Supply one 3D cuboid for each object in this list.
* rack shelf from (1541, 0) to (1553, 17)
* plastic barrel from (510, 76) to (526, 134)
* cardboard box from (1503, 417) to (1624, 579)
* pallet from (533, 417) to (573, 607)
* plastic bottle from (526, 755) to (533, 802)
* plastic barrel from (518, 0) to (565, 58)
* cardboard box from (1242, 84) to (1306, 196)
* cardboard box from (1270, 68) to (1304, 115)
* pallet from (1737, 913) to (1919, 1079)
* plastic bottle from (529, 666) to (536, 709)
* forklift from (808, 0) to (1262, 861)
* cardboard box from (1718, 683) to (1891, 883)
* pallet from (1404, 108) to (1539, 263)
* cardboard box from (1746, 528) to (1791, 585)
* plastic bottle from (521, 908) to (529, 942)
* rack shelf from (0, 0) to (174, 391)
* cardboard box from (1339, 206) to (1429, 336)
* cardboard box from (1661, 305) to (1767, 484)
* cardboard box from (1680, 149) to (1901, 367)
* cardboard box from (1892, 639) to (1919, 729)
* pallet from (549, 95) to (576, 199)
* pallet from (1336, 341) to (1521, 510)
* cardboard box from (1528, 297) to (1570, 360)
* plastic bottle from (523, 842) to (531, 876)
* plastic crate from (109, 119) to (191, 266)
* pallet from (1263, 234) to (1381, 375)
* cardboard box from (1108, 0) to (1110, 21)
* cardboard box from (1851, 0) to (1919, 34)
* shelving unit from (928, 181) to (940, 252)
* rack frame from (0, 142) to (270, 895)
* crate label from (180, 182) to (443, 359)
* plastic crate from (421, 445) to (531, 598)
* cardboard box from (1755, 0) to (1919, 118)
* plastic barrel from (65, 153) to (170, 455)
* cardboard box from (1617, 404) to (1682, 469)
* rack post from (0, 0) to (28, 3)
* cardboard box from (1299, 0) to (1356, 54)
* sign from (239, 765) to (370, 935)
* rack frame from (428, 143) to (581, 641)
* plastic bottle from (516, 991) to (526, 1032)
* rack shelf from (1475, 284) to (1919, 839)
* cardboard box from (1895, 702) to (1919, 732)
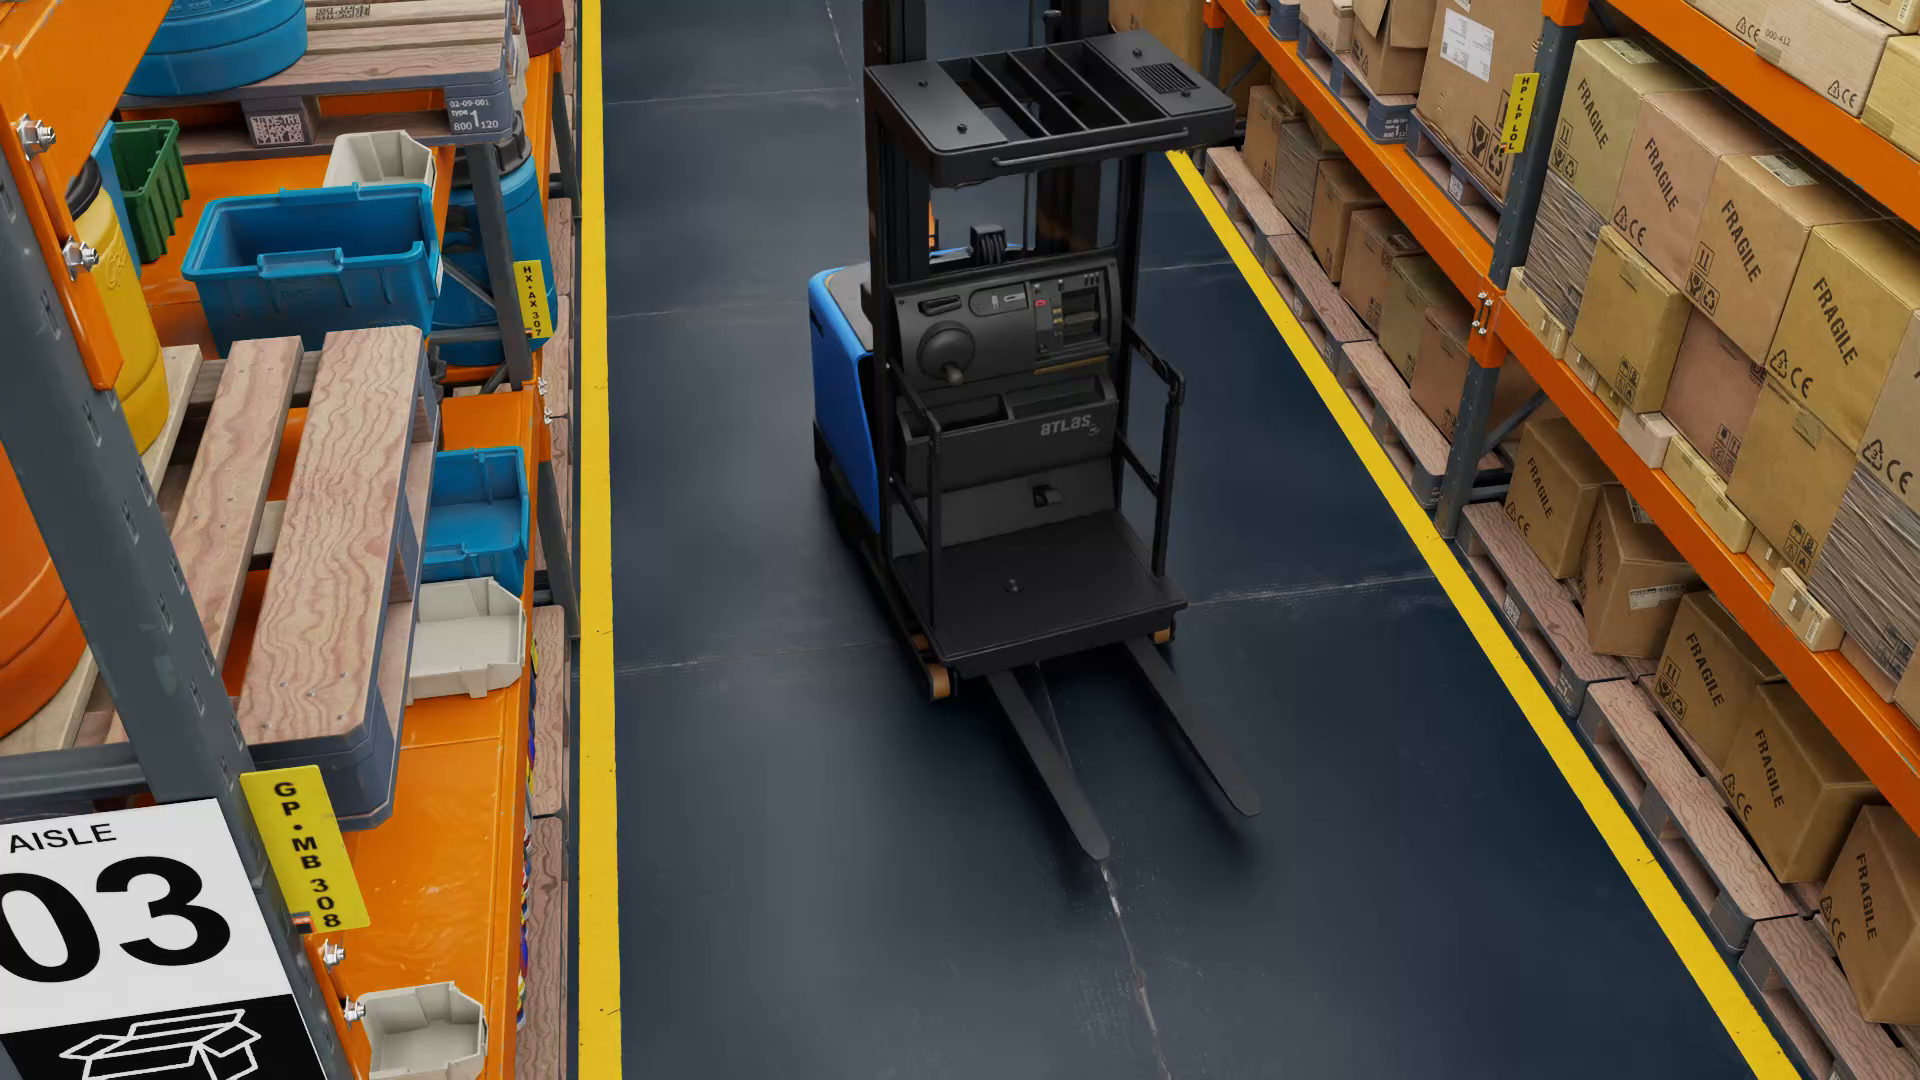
[{"bbox_3d":[2.381,-3.380,7.797,1.077,0.370,4.000,-6,38,-8],"label":"rack shelf"},{"bbox_3d":[-2.300,-2.098,7.895,0.433,0.535,0.433,0,38,0],"label":"plastic barrel"},{"bbox_3d":[2.763,-0.204,7.263,0.500,0.500,0.500,-7,38,-9],"label":"cardboard box"},{"bbox_3d":[-2.320,-0.108,7.716,1.003,0.211,1.213,-6,38,-8],"label":"pallet"},{"bbox_3d":[-1.657,0.803,6.072,0.144,0.351,0.185,-6,38,-8],"label":"plastic bottle"},{"bbox_3d":[-2.466,-2.961,9.005,0.600,0.536,0.708,-6,38,-8],"label":"plastic barrel"},{"bbox_3d":[2.168,-2.471,10.165,0.700,0.500,0.500,-8,39,-10],"label":"cardboard box"},{"bbox_3d":[2.178,-2.769,9.936,0.500,0.250,0.500,-5,38,-6],"label":"cardboard box"},{"bbox_3d":[3.312,1.706,5.383,1.003,0.211,1.213,-6,38,-8],"label":"pallet"},{"bbox_3d":[-1.748,0.492,6.473,0.144,0.351,0.185,-7,38,-9],"label":"plastic bottle"},{"bbox_3d":[0.273,-0.782,6.368,1.130,2.935,3.031,-13,40,-16],"label":"forklift"},{"bbox_3d":[3.111,0.849,5.907,0.500,0.500,0.500,-3,38,-4],"label":"cardboard box"},{"bbox_3d":[2.741,-1.673,7.615,1.003,0.211,1.213,-6,38,-8],"label":"pallet"},{"bbox_3d":[2.838,0.041,5.457,0.380,0.149,0.250,-6,38,-8],"label":"cardboard box"},{"bbox_3d":[-1.514,1.246,5.567,0.097,0.271,0.097,0,38,0],"label":"plastic bottle"},{"bbox_3d":[-1.794,-1.458,3.204,1.077,0.370,4.000,-6,38,-8],"label":"rack shelf"},{"bbox_3d":[2.482,-1.459,8.862,0.700,0.500,0.500,-9,39,-12],"label":"cardboard box"},{"bbox_3d":[2.990,-0.553,5.693,0.875,0.500,0.500,-6,38,-8],"label":"cardboard box"},{"bbox_3d":[2.737,-0.920,5.350,0.500,0.500,0.500,-6,38,-8],"label":"cardboard box"},{"bbox_3d":[3.158,0.364,4.513,0.875,0.500,0.500,-6,38,-8],"label":"cardboard box"},{"bbox_3d":[-3.025,-2.525,10.828,1.003,0.211,1.213,-6,38,-8],"label":"pallet"},{"bbox_3d":[2.594,-0.640,8.402,1.003,0.211,1.213,-6,38,-8],"label":"pallet"},{"bbox_3d":[2.505,-0.857,6.614,0.380,0.149,0.250,-6,38,-8],"label":"cardboard box"},{"bbox_3d":[-1.567,1.063,5.802,0.097,0.271,0.097,0,38,0],"label":"plastic bottle"},{"bbox_3d":[-2.136,-0.857,4.136,0.336,0.188,0.450,-6,38,-8],"label":"plastic crate"},{"bbox_3d":[2.377,-1.379,9.352,1.003,0.211,1.213,-6,38,-8],"label":"pallet"},{"bbox_3d":[1.619,-4.506,12.495,1.225,0.875,0.875,-7,38,-10],"label":"cardboard box"},{"bbox_3d":[2.751,-1.541,4.641,0.380,0.149,0.250,-7,38,-9],"label":"cardboard box"},{"bbox_3d":[-0.247,-1.157,8.261,0.258,1.200,0.503,-4,38,-5],"label":"shelving unit"},{"bbox_3d":[-1.443,-0.692,1.305,1.000,3.000,0.127,-6,38,-8],"label":"rack frame"},{"bbox_3d":[-1.446,-0.614,3.772,0.502,0.251,0.408,-6,38,-8],"label":"crate label"},{"bbox_3d":[-1.683,-0.041,5.478,0.499,0.251,0.616,-6,38,-8],"label":"plastic crate"},{"bbox_3d":[2.733,-1.477,4.883,0.500,0.250,0.500,-8,38,-10],"label":"cardboard box"},{"bbox_3d":[-1.768,-0.422,2.908,0.600,0.588,0.600,0,38,0],"label":"plastic barrel"},{"bbox_3d":[2.632,-0.404,6.030,0.380,0.149,0.250,-6,38,-8],"label":"cardboard box"},{"bbox_3d":[-1.450,-0.964,2.064,0.937,0.300,0.954,-2,38,-3],"label":"rack post"},{"bbox_3d":[2.098,-2.757,8.634,0.500,0.250,0.500,-7,38,-9],"label":"cardboard box"},{"bbox_3d":[-0.901,0.433,2.296,0.100,0.325,0.005,-6,38,-8],"label":"sign"},{"bbox_3d":[-2.144,-0.739,6.256,1.000,3.000,0.127,-6,38,-8],"label":"rack frame"},{"bbox_3d":[-1.454,1.453,5.301,0.097,0.271,0.097,0,38,0],"label":"plastic bottle"},{"bbox_3d":[3.083,0.221,5.607,1.077,0.370,4.000,-6,38,-8],"label":"rack shelf"},{"bbox_3d":[3.011,0.489,4.880,0.380,0.149,0.250,-6,38,-8],"label":"cardboard box"}]
